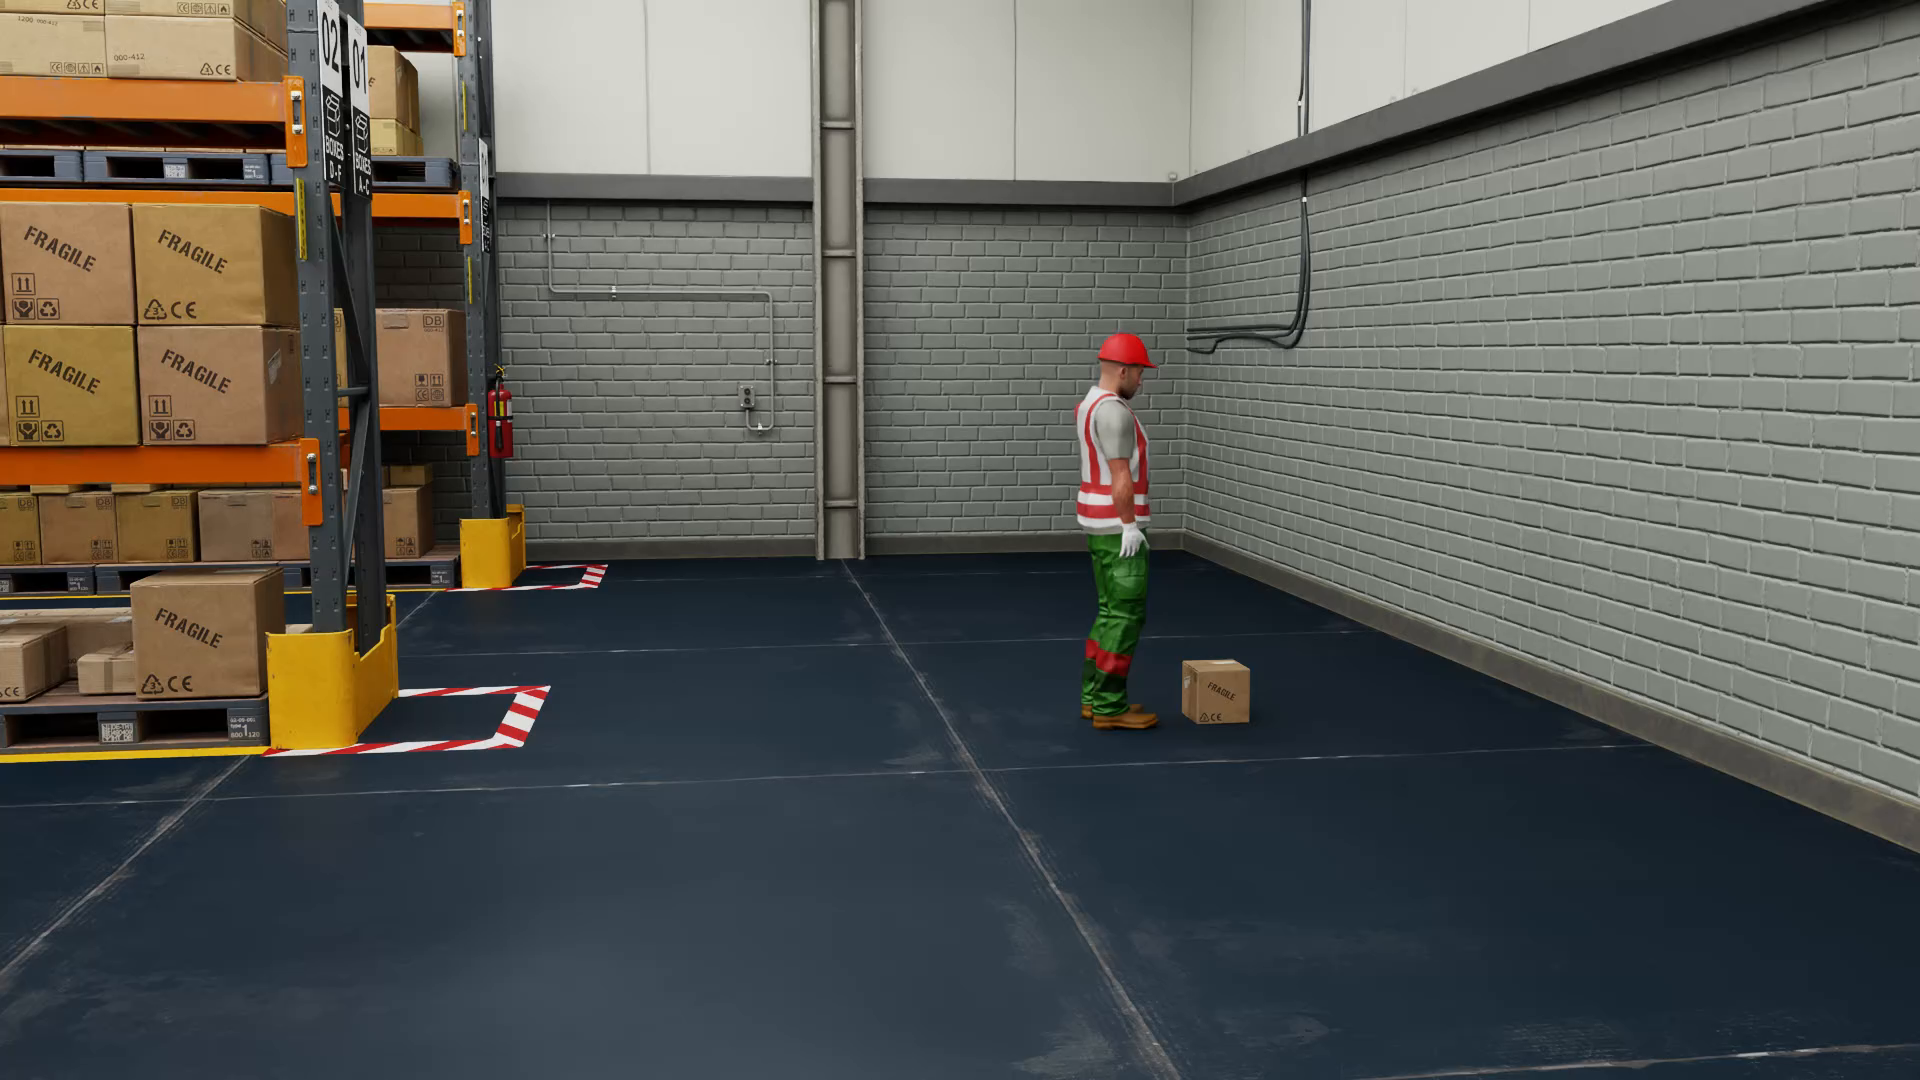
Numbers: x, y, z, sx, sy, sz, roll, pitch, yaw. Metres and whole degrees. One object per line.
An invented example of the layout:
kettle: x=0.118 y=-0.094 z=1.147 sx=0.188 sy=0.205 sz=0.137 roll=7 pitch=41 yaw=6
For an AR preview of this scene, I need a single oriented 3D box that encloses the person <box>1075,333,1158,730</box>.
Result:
person: x=0.715 y=-0.045 z=7.575 sx=0.364 sy=1.778 sz=0.529 roll=-1 pitch=6 yaw=-8
